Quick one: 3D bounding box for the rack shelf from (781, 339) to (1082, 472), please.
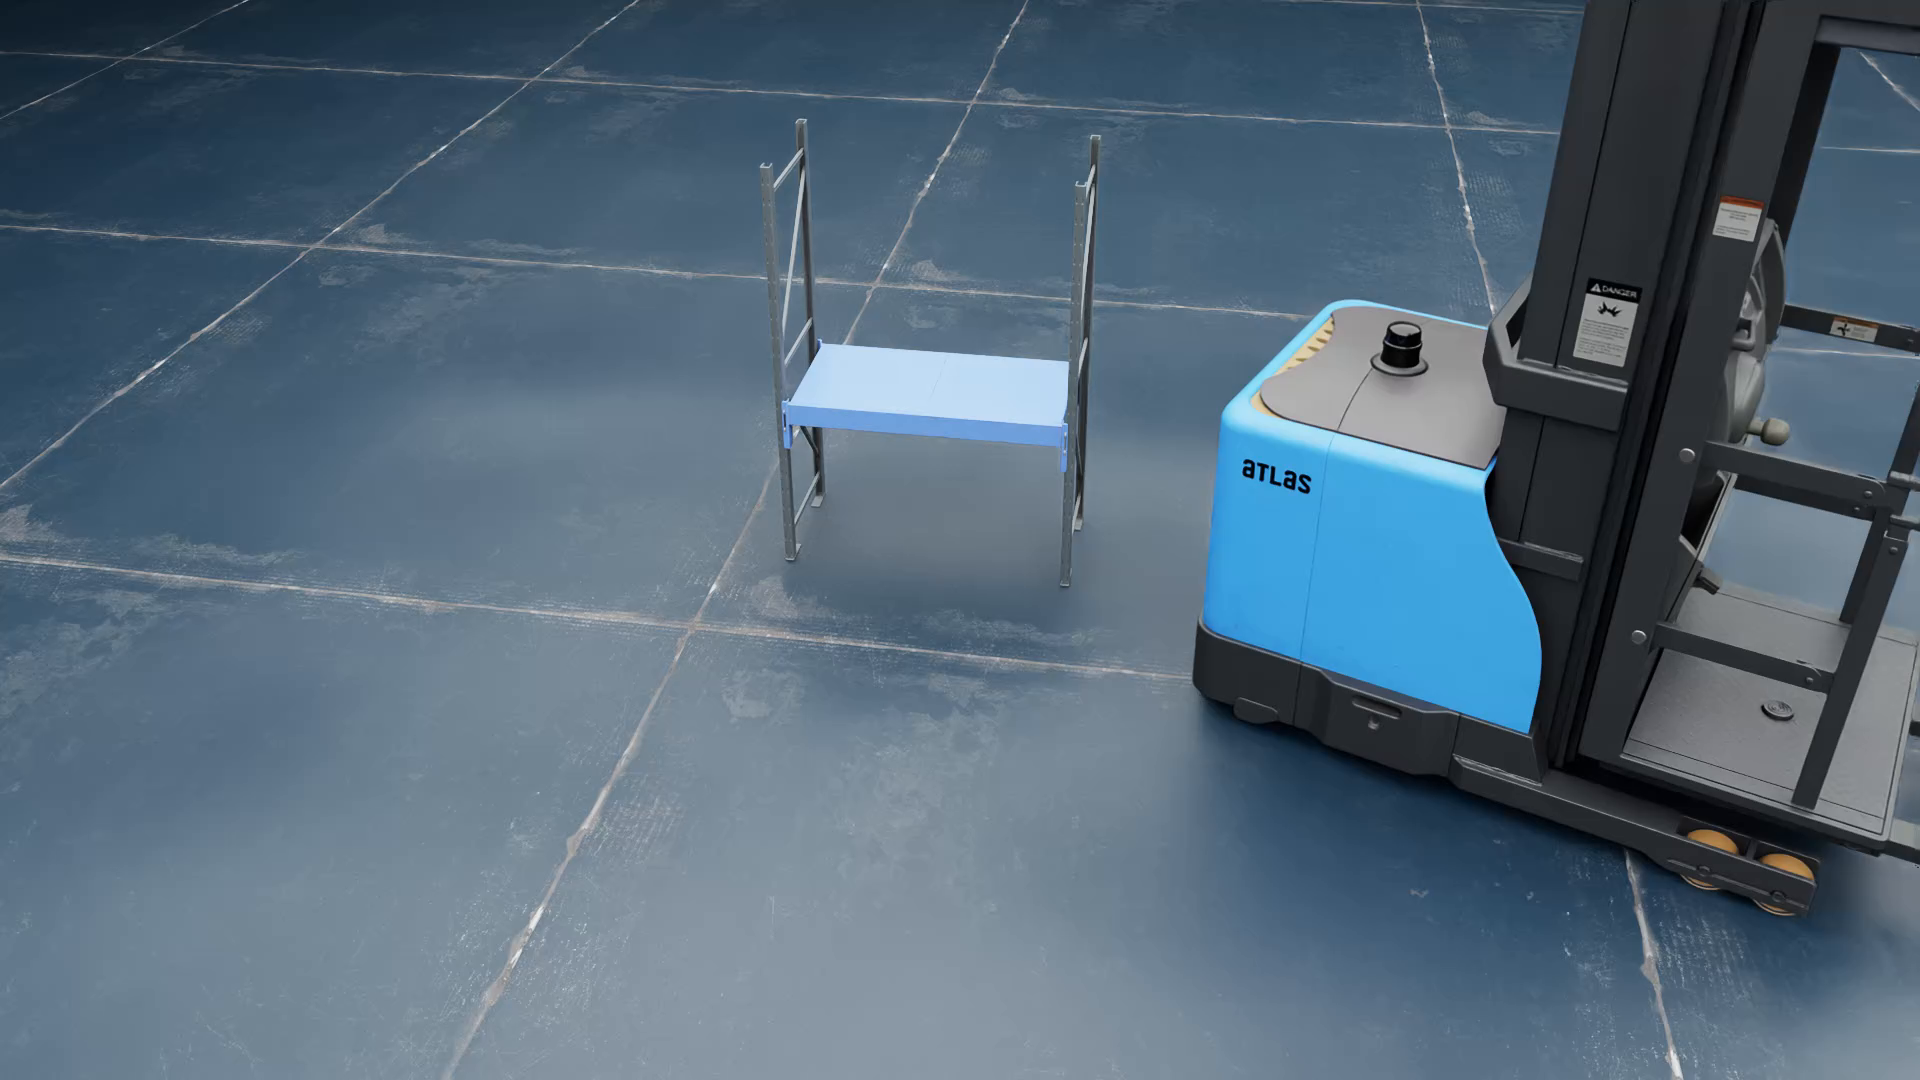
[{"bbox_3d":[-0.084,-0.491,5.960,1.000,0.185,0.538,5,32,8],"label":"rack shelf"}]

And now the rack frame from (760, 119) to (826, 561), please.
[{"bbox_3d":[-0.585,-0.689,5.937,0.032,1.500,0.500,5,32,8],"label":"rack frame"}]

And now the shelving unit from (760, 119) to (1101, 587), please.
[{"bbox_3d":[-0.084,-0.643,5.864,1.048,1.500,0.538,5,32,8],"label":"shelving unit"}]

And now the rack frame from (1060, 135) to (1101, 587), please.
[{"bbox_3d":[0.417,-0.598,5.792,0.032,1.500,0.500,5,32,8],"label":"rack frame"}]

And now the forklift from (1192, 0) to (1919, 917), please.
[{"bbox_3d":[2.281,-0.530,4.334,3.031,2.935,1.130,18,36,26],"label":"forklift"}]
